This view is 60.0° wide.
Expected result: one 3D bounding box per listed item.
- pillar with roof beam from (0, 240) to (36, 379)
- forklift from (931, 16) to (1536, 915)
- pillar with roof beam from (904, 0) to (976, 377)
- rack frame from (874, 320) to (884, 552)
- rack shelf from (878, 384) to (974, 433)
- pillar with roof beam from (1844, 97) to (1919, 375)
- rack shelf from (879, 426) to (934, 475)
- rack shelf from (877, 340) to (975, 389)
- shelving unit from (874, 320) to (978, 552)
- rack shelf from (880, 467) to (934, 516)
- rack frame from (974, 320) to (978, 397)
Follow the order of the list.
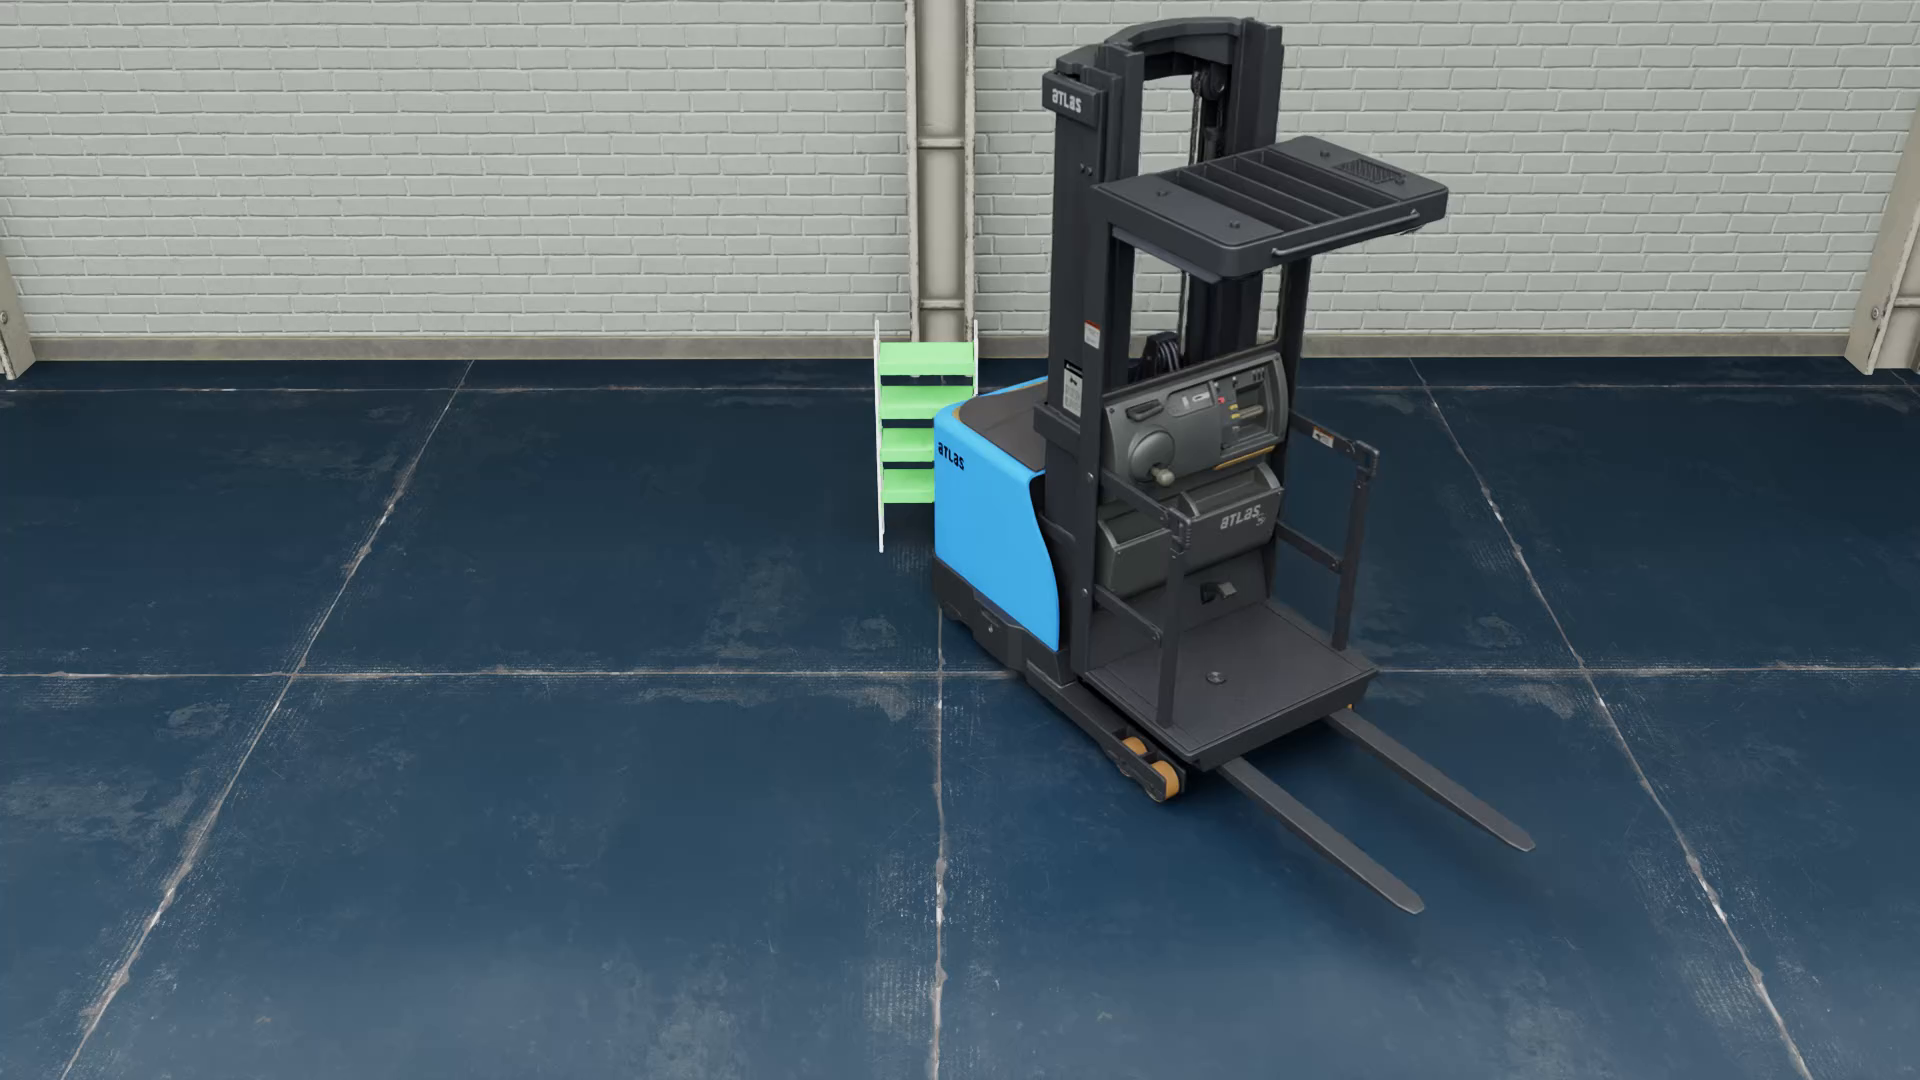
[{"bbox_3d":[-6.086,-2.699,4.524,0.400,9.000,9.100,0,31,0],"label":"pillar with roof beam"},{"bbox_3d":[1.097,-0.445,6.658,1.130,2.935,3.031,-19,36,-28],"label":"forklift"},{"bbox_3d":[-0.086,-2.718,4.555,0.400,9.000,9.100,0,31,0],"label":"pillar with roof beam"},{"bbox_3d":[-0.410,-0.512,8.437,0.015,1.200,0.240,0,31,0],"label":"rack frame"},{"bbox_3d":[-0.166,-0.663,8.347,0.480,0.148,0.258,0,31,0],"label":"rack shelf"},{"bbox_3d":[5.914,-2.737,4.586,0.400,9.000,9.100,0,31,0],"label":"pillar with roof beam"},{"bbox_3d":[-0.166,-0.458,8.471,0.480,0.148,0.258,0,31,0],"label":"rack shelf"},{"bbox_3d":[-0.166,-0.868,8.222,0.480,0.148,0.258,0,31,0],"label":"rack shelf"},{"bbox_3d":[-0.166,-0.512,8.438,0.503,1.200,0.258,0,31,0],"label":"shelving unit"},{"bbox_3d":[-0.166,-0.253,8.596,0.480,0.148,0.258,0,31,0],"label":"rack shelf"},{"bbox_3d":[0.078,-0.513,8.439,0.015,1.200,0.240,0,31,0],"label":"rack frame"}]
